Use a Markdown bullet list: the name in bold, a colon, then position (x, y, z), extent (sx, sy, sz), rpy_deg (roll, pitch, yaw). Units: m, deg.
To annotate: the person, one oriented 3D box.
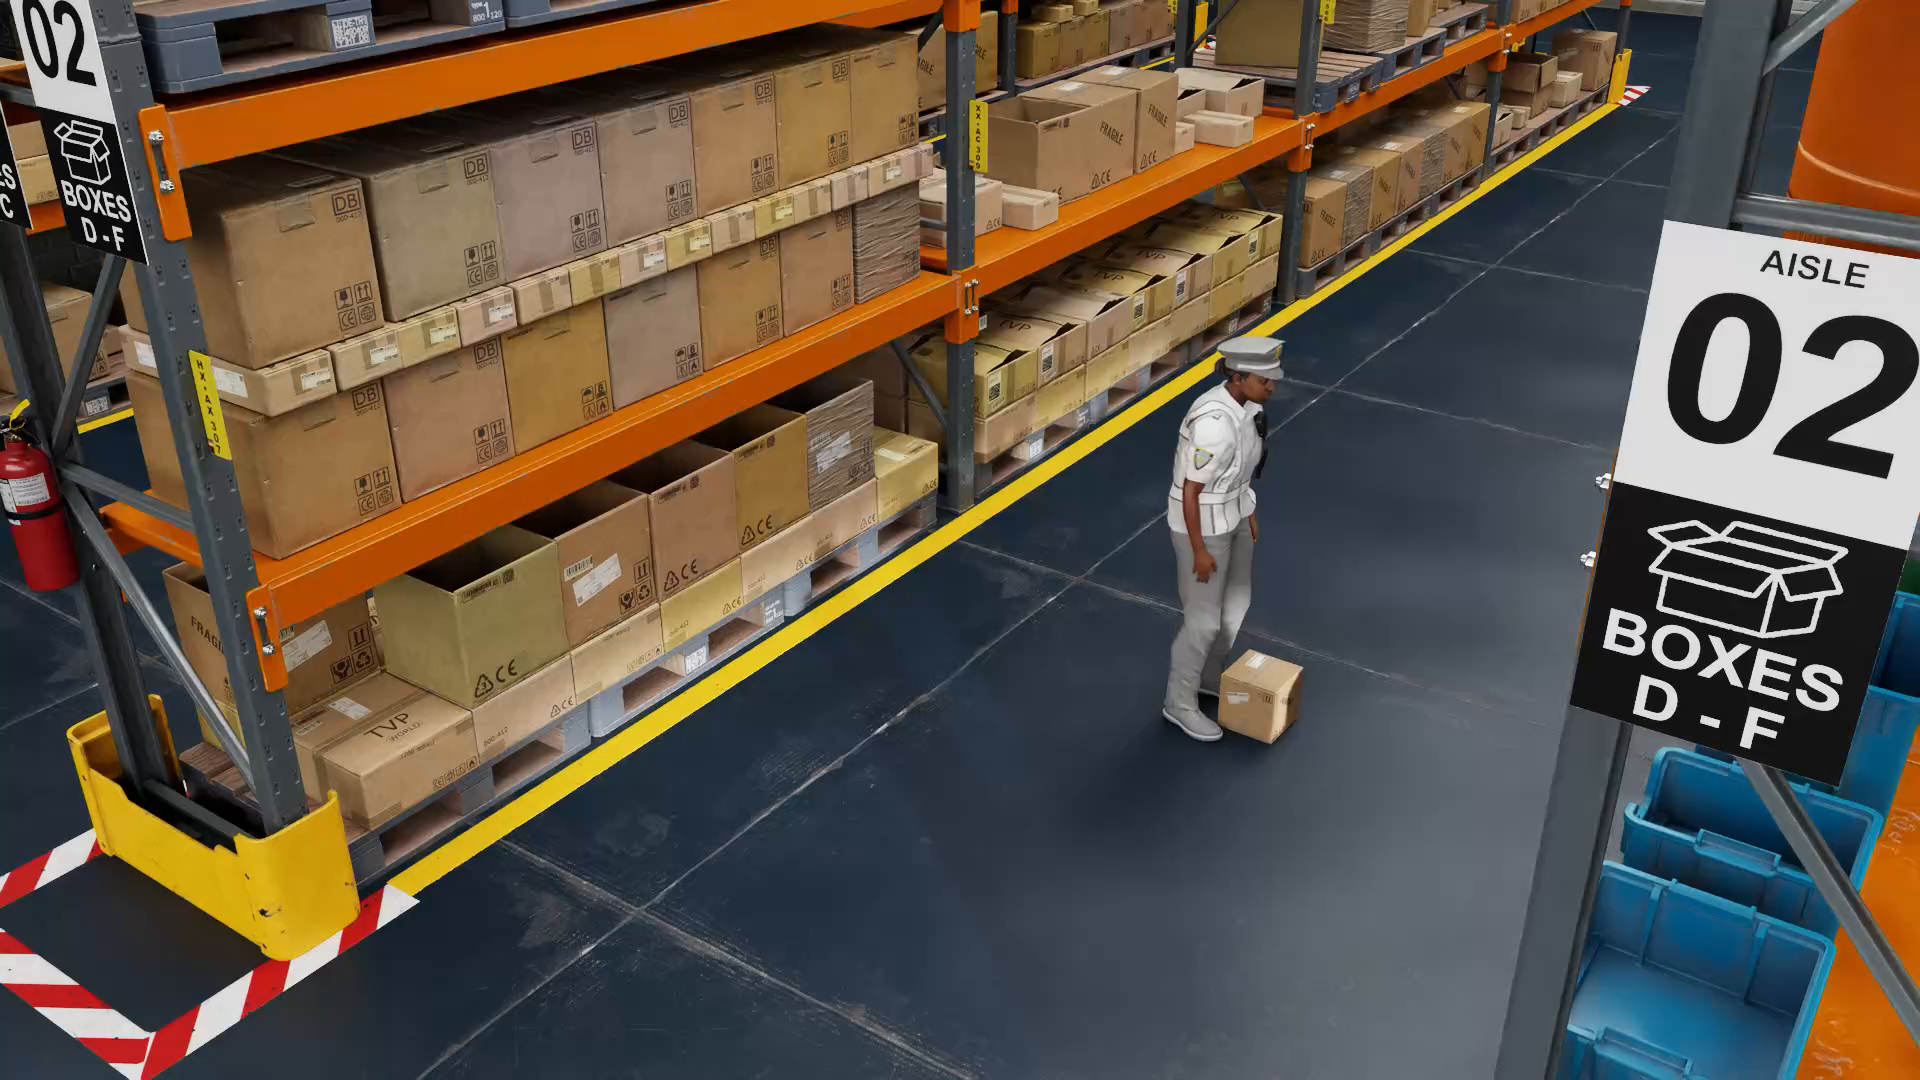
- **person**: position (1.040, -0.032, 6.680), extent (0.392, 1.659, 0.499), rpy_deg (18, 32, 31)
